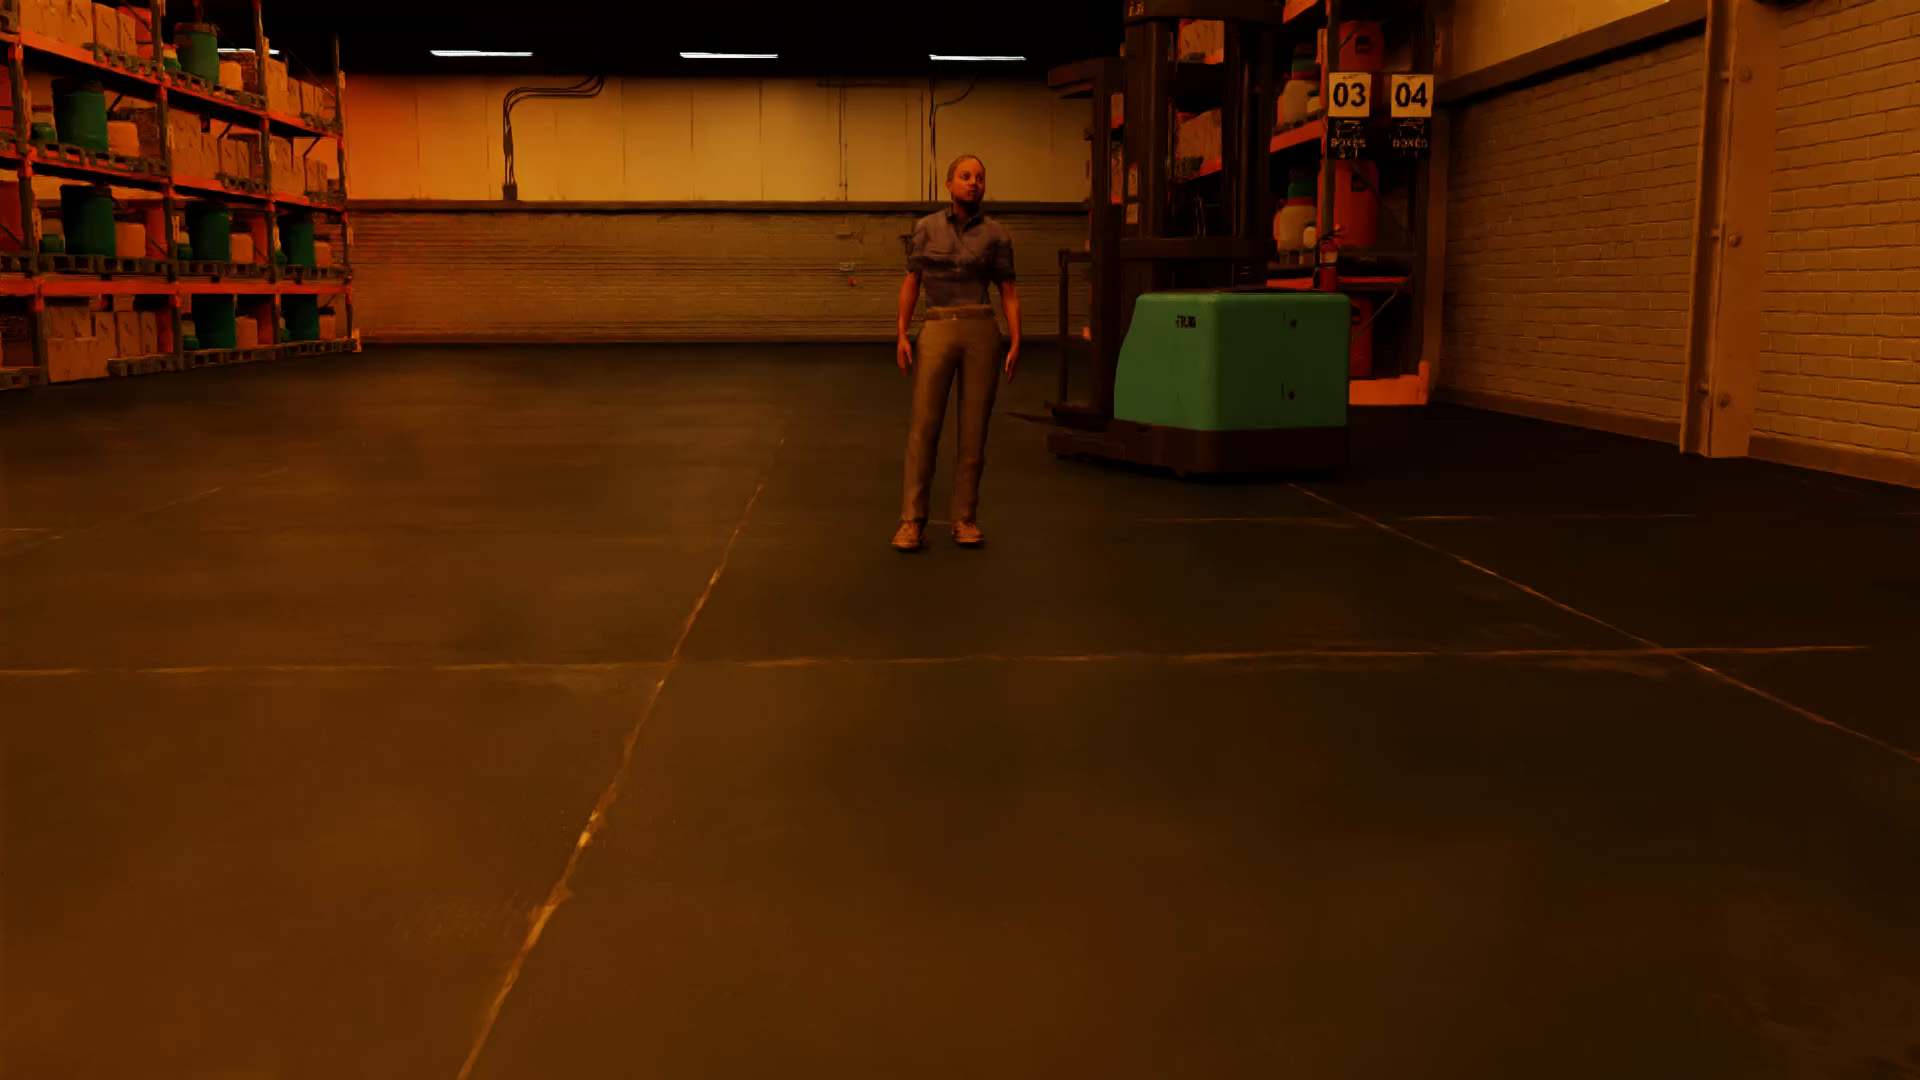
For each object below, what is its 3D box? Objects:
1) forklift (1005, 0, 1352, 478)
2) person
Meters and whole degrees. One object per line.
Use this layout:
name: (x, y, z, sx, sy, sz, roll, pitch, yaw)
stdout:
forklift: (1.235, -1.983, 10.688, 1.130, 2.935, 3.031, -4, 9, -23)
person: (-0.014, -0.812, 7.100, 0.570, 1.654, 0.503, -1, 8, -4)
